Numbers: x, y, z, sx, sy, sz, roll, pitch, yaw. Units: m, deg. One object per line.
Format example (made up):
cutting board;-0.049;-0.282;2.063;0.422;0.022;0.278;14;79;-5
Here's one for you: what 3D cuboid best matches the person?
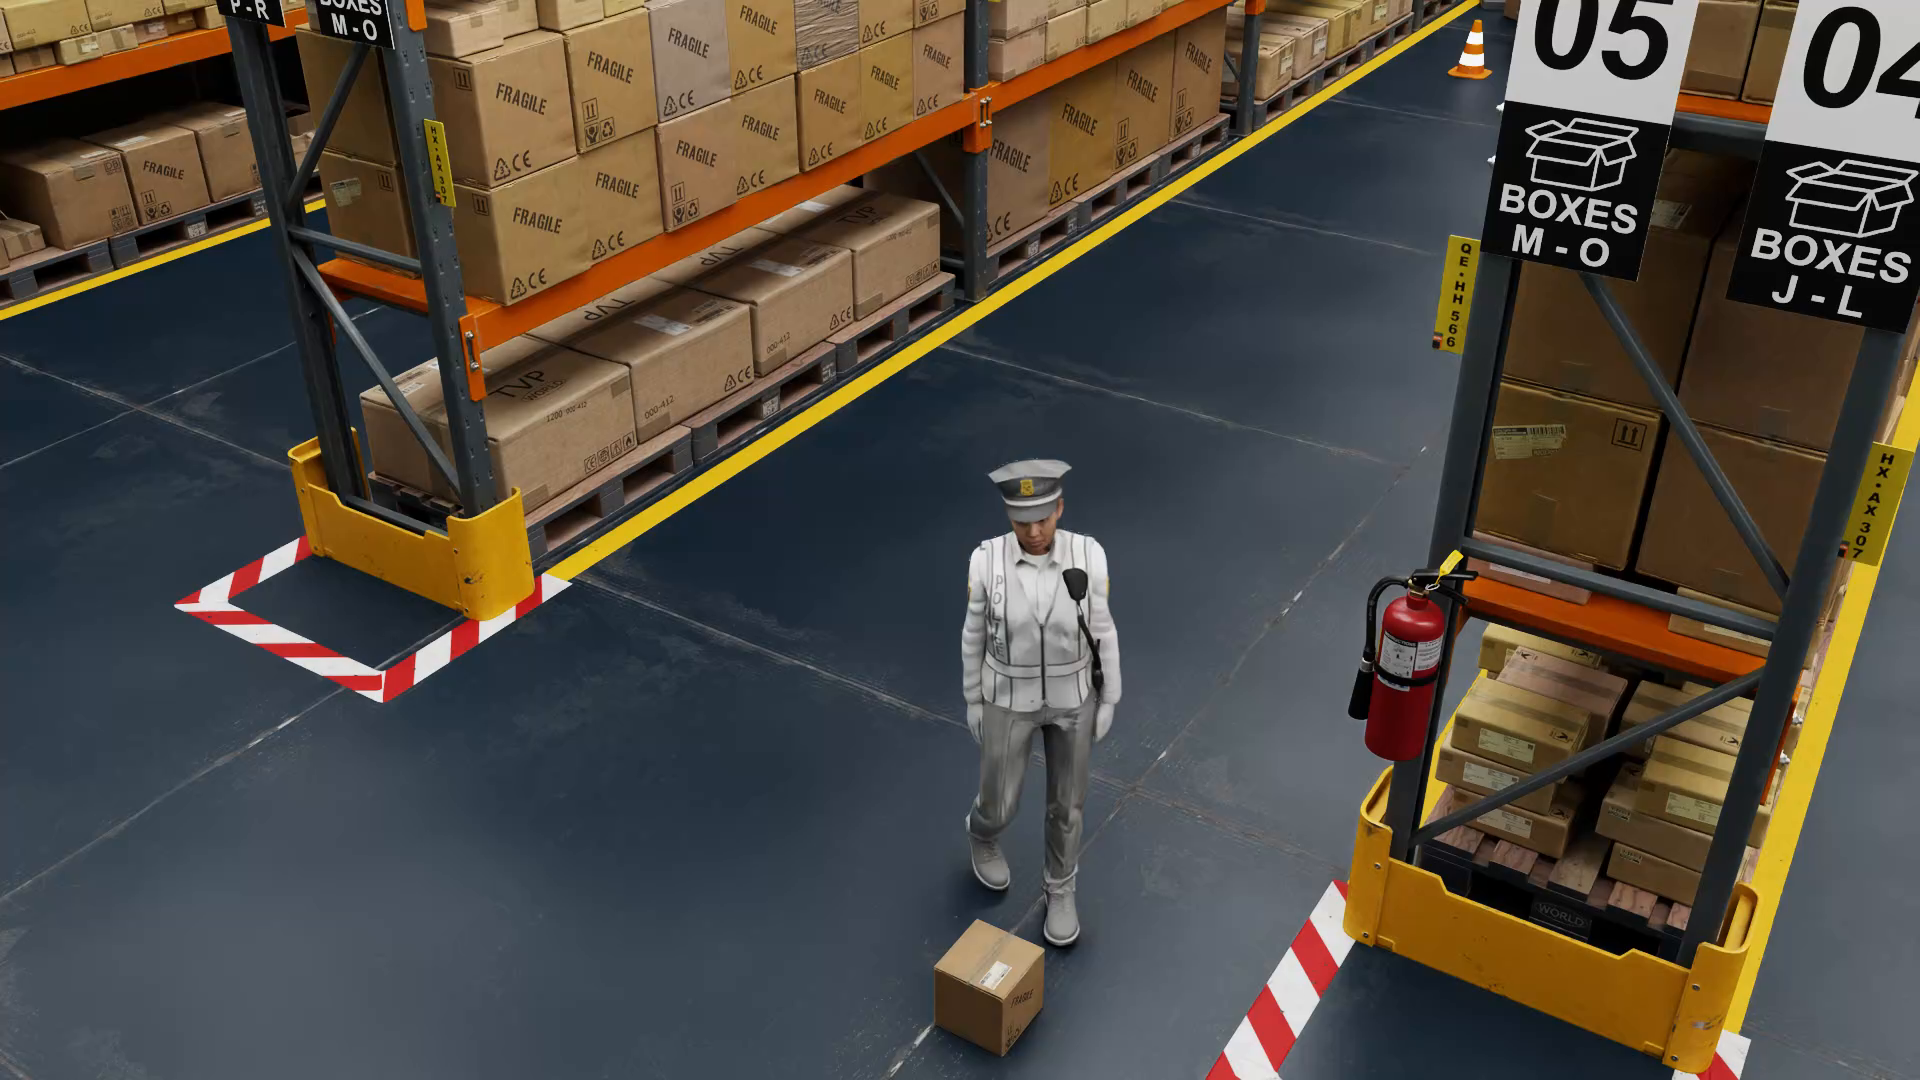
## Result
person;0.259;0.498;5.250;0.497;1.670;0.521;-3;31;-5
